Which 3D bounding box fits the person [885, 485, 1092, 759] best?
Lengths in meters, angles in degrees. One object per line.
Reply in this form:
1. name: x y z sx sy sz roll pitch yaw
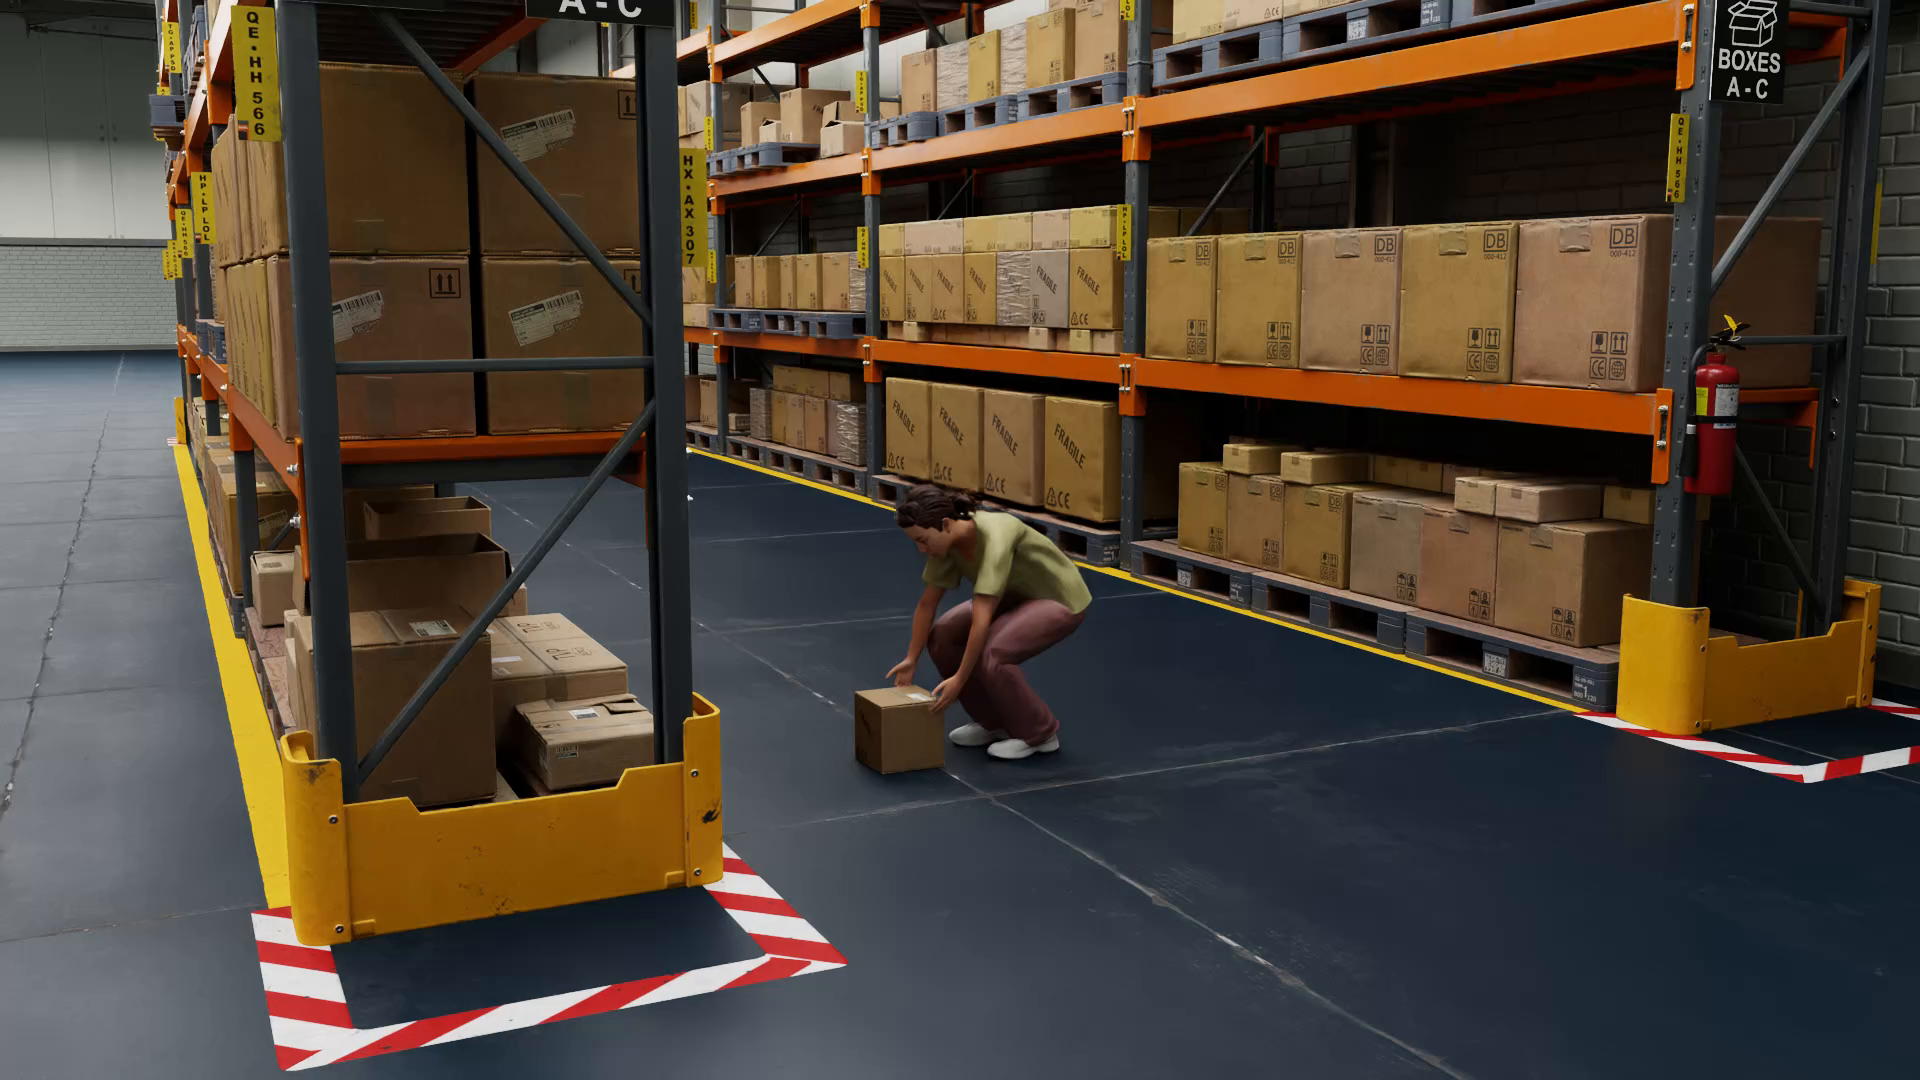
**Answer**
1. person: 0.123 0.289 6.129 0.777 1.023 0.491 -4 10 -26
